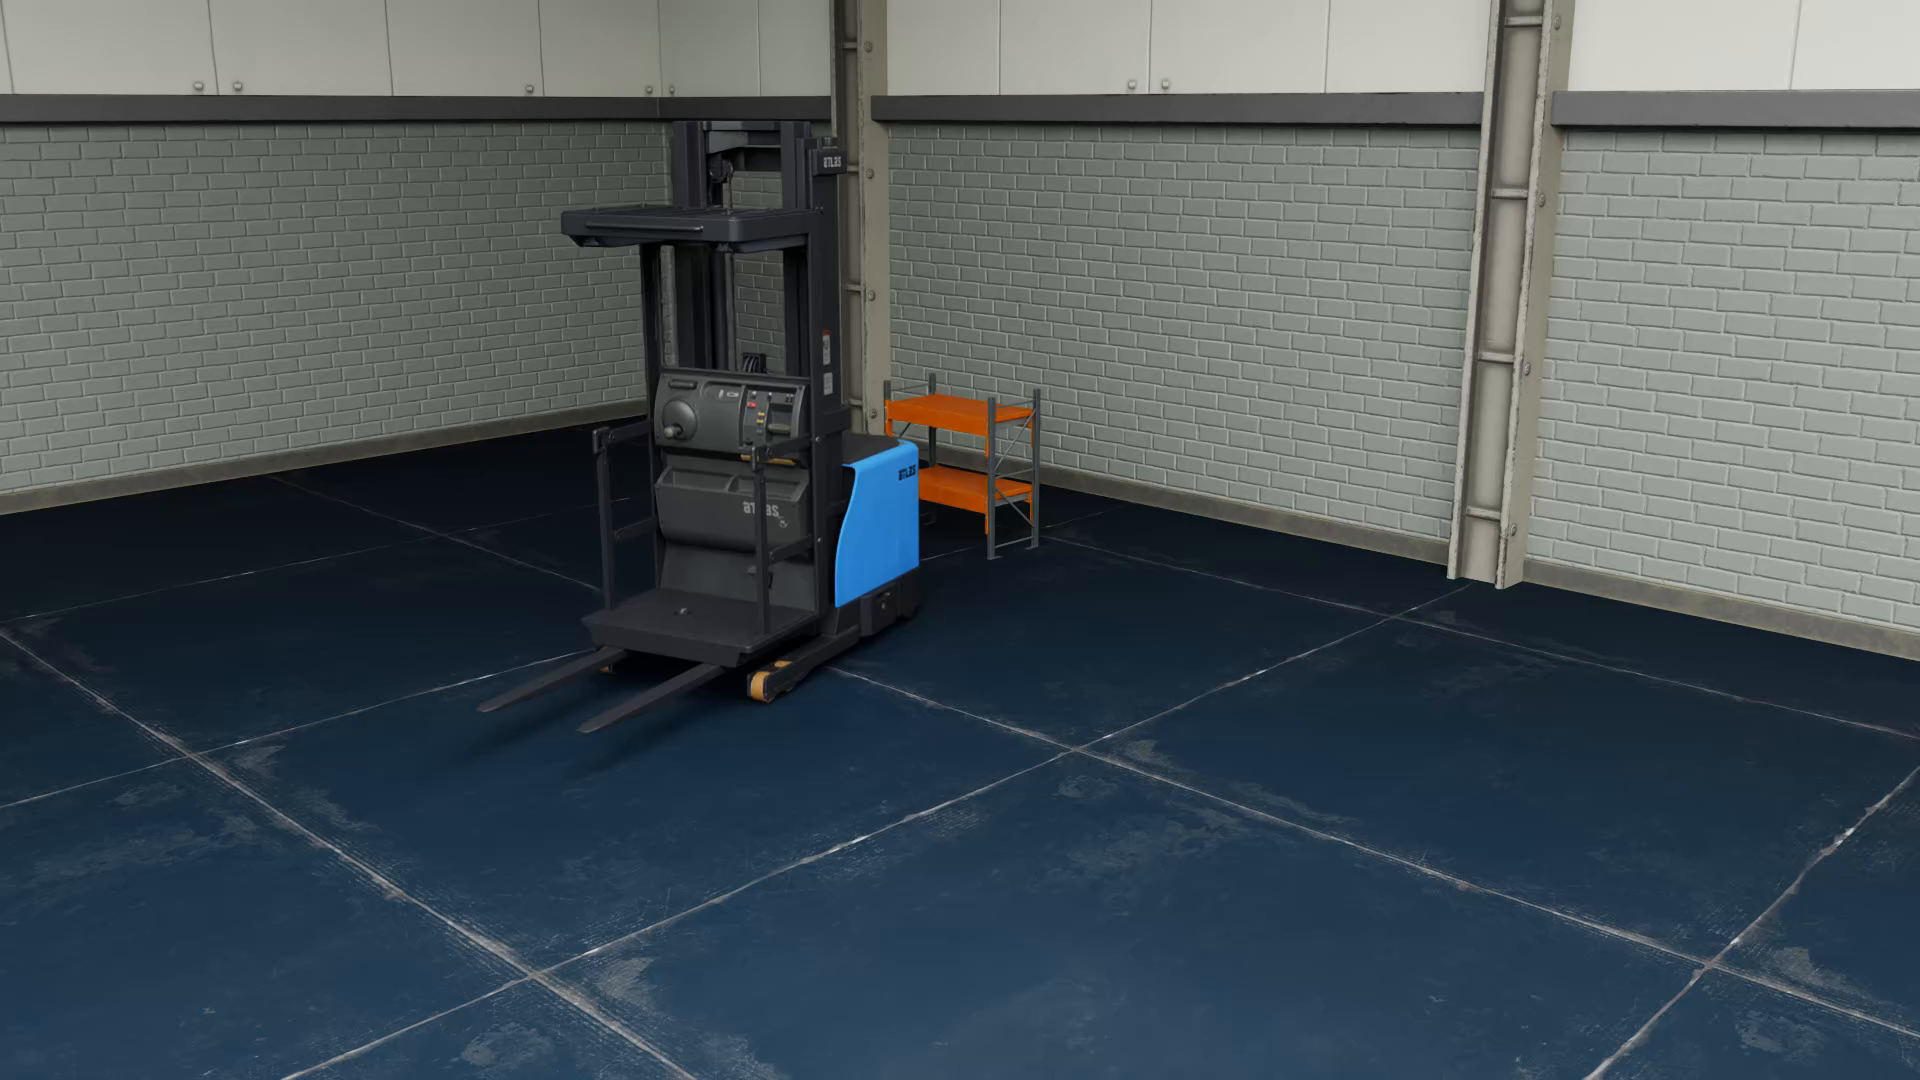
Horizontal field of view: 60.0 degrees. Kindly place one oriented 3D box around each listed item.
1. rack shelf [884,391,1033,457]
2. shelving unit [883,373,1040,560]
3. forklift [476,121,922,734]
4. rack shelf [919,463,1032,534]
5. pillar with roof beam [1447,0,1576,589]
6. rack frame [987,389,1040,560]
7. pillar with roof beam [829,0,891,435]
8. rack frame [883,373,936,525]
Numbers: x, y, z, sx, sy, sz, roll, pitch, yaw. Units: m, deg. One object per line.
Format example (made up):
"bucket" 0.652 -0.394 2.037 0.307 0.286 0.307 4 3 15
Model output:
"rack shelf" 0.005 -0.826 11.712 1.000 0.278 0.538 14 20 42
"shelving unit" 0.005 -0.543 11.786 1.048 1.125 0.538 14 20 42
"forklift" -1.341 -0.696 8.790 1.130 2.935 3.031 7 16 26
"rack shelf" 0.005 -0.307 11.847 1.000 0.278 0.538 14 20 42
"pillar with roof beam" 0.471 -3.318 6.818 0.400 9.000 9.100 14 20 42
"rack frame" 0.371 -0.454 11.444 0.032 1.125 0.500 14 20 42
"pillar with roof beam" -3.848 -4.368 10.848 0.400 9.000 9.100 14 20 42
"rack frame" -0.361 -0.632 12.127 0.032 1.125 0.500 14 20 42
